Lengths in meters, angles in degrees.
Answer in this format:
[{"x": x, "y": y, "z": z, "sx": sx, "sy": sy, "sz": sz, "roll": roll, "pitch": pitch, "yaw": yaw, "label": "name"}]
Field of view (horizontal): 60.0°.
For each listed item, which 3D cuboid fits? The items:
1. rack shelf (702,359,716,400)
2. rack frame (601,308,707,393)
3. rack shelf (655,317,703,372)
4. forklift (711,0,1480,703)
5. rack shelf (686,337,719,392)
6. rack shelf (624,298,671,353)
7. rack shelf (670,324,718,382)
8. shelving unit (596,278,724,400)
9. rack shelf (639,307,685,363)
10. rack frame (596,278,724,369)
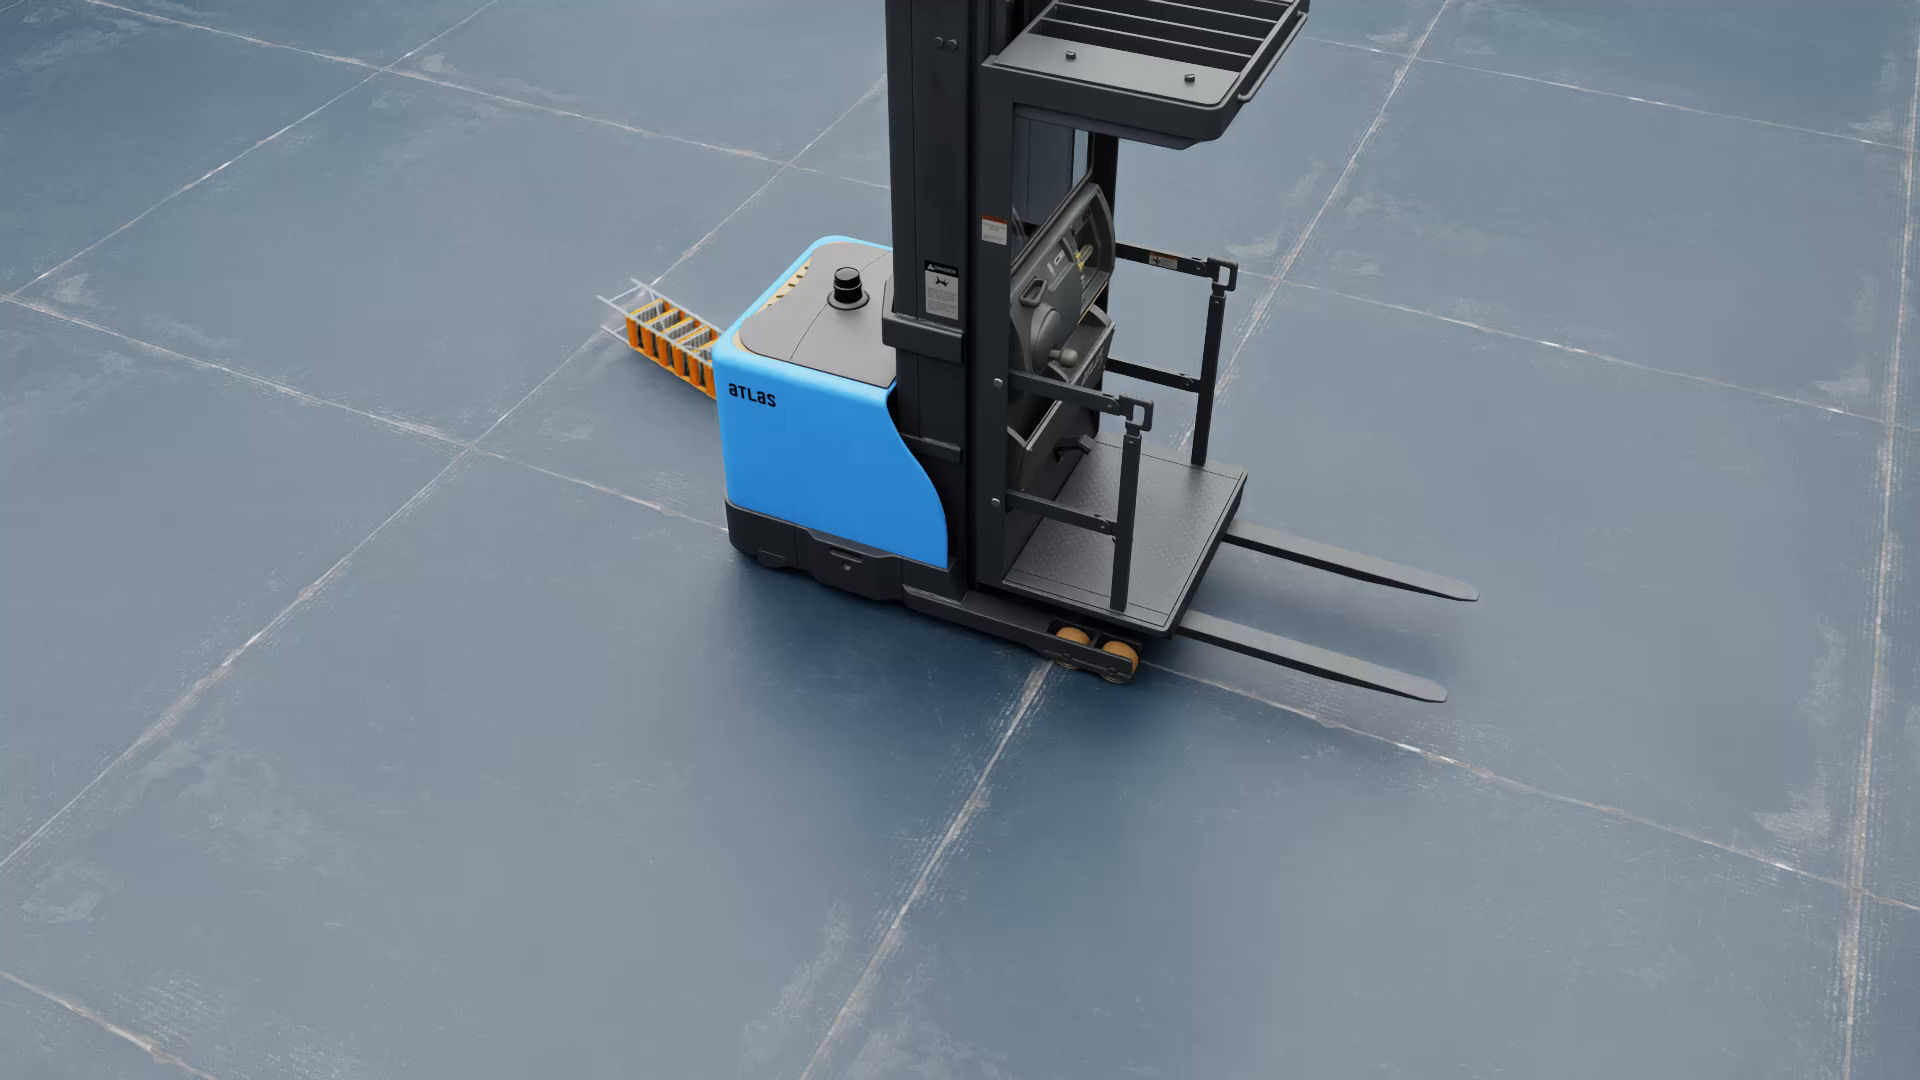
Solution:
[{"x": -1.112, "y": -0.814, "z": 8.041, "sx": 0.103, "sy": 0.180, "sz": 0.258, "roll": 32, "pitch": 50, "yaw": 31, "label": "rack shelf"}, {"x": -1.318, "y": -0.873, "z": 8.249, "sx": 1.200, "sy": 0.006, "sz": 0.240, "roll": 32, "pitch": 50, "yaw": 31, "label": "rack frame"}, {"x": -1.373, "y": -0.976, "z": 8.228, "sx": 0.103, "sy": 0.180, "sz": 0.258, "roll": 32, "pitch": 50, "yaw": 31, "label": "rack shelf"}, {"x": 0.569, "y": -0.940, "z": 6.096, "sx": 3.031, "sy": 2.935, "sz": 1.130, "roll": 16, "pitch": 44, "yaw": 18, "label": "forklift"}, {"x": -1.199, "y": -0.868, "z": 8.104, "sx": 0.103, "sy": 0.180, "sz": 0.258, "roll": 32, "pitch": 50, "yaw": 31, "label": "rack shelf"}, {"x": -1.547, "y": -1.084, "z": 8.353, "sx": 0.103, "sy": 0.180, "sz": 0.258, "roll": 32, "pitch": 50, "yaw": 31, "label": "rack shelf"}, {"x": -1.286, "y": -0.922, "z": 8.166, "sx": 0.103, "sy": 0.180, "sz": 0.258, "roll": 32, "pitch": 50, "yaw": 31, "label": "rack shelf"}, {"x": -1.318, "y": -0.942, "z": 8.189, "sx": 1.200, "sy": 0.189, "sz": 0.258, "roll": 32, "pitch": 50, "yaw": 31, "label": "shelving unit"}, {"x": -1.460, "y": -1.030, "z": 8.291, "sx": 0.103, "sy": 0.180, "sz": 0.258, "roll": 32, "pitch": 50, "yaw": 31, "label": "rack shelf"}, {"x": -1.318, "y": -1.011, "z": 8.129, "sx": 1.200, "sy": 0.006, "sz": 0.240, "roll": 32, "pitch": 50, "yaw": 31, "label": "rack frame"}]
